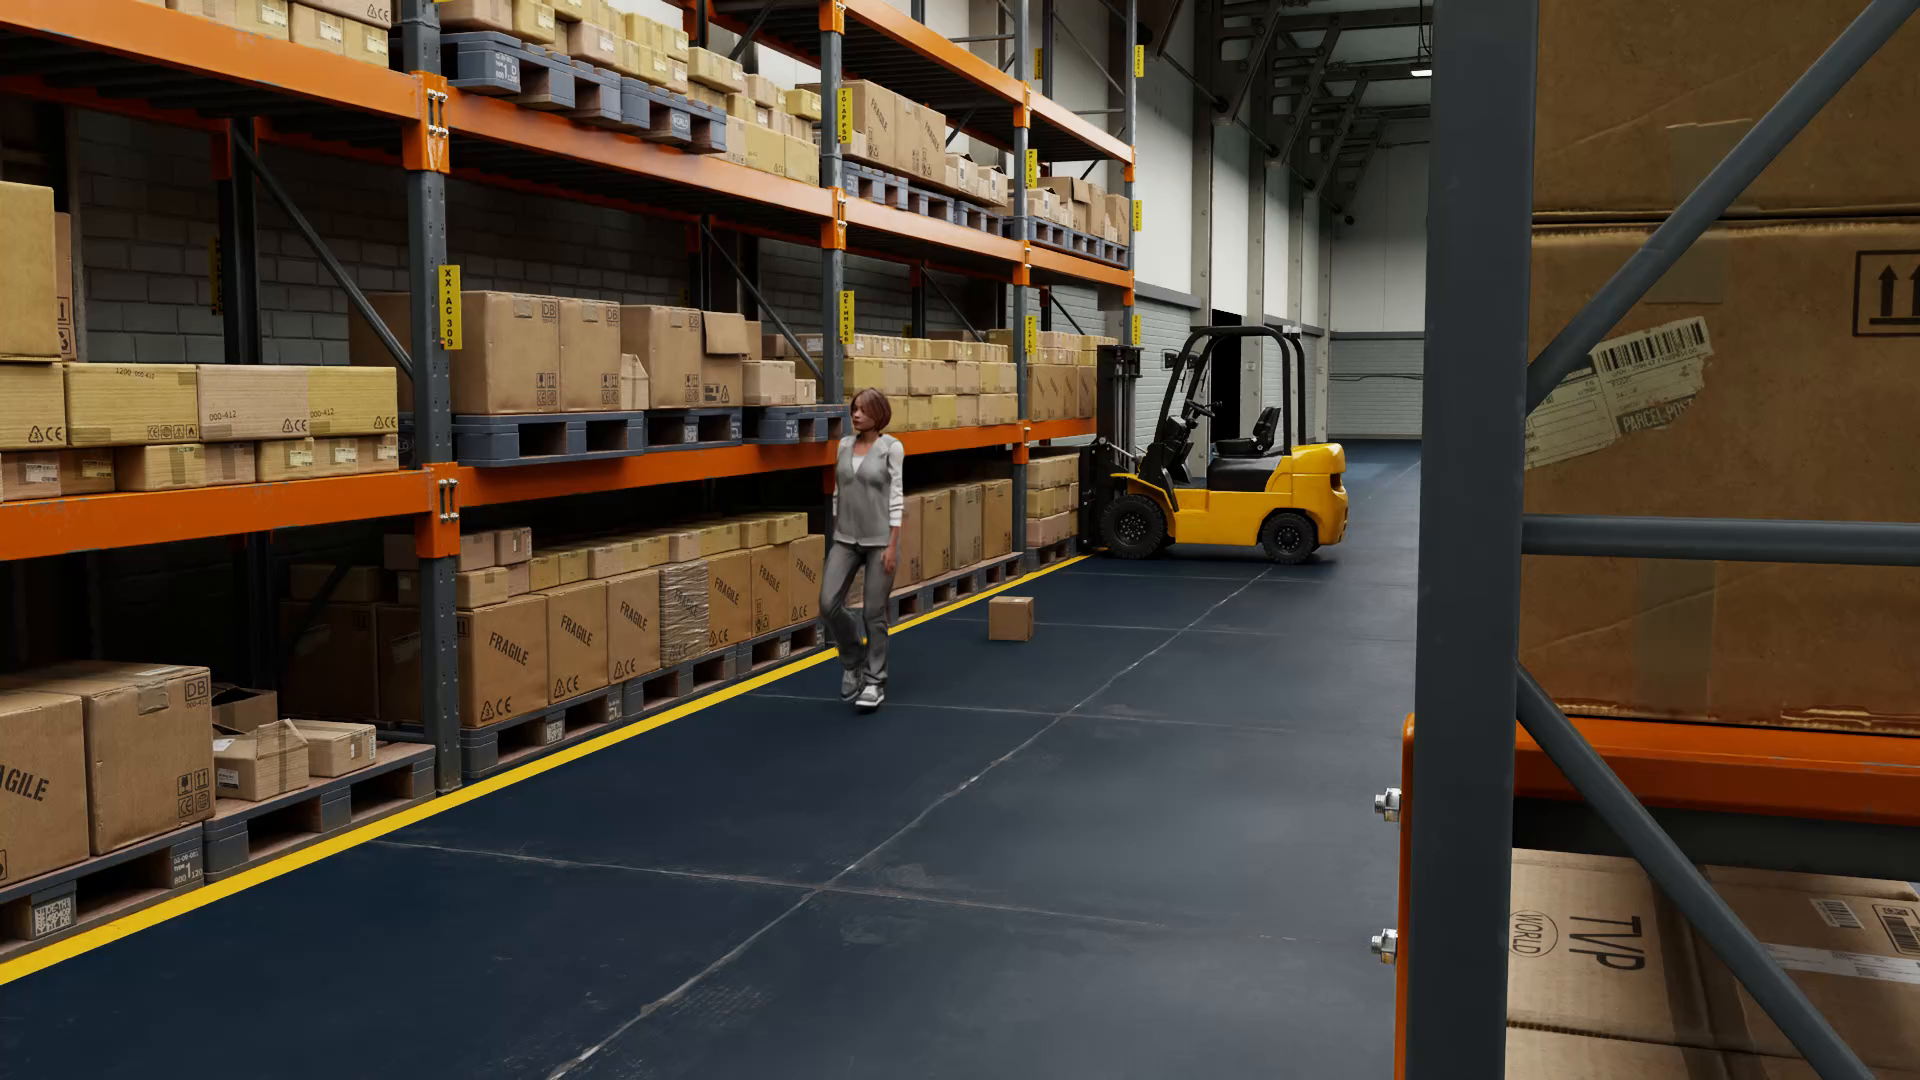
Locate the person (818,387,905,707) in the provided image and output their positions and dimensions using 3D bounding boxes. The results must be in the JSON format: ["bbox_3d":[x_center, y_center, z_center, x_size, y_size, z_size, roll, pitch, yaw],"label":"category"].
[{"bbox_3d":[-0.476,0.037,8.298,0.414,1.591,0.409,2,6,20],"label":"person"}]
